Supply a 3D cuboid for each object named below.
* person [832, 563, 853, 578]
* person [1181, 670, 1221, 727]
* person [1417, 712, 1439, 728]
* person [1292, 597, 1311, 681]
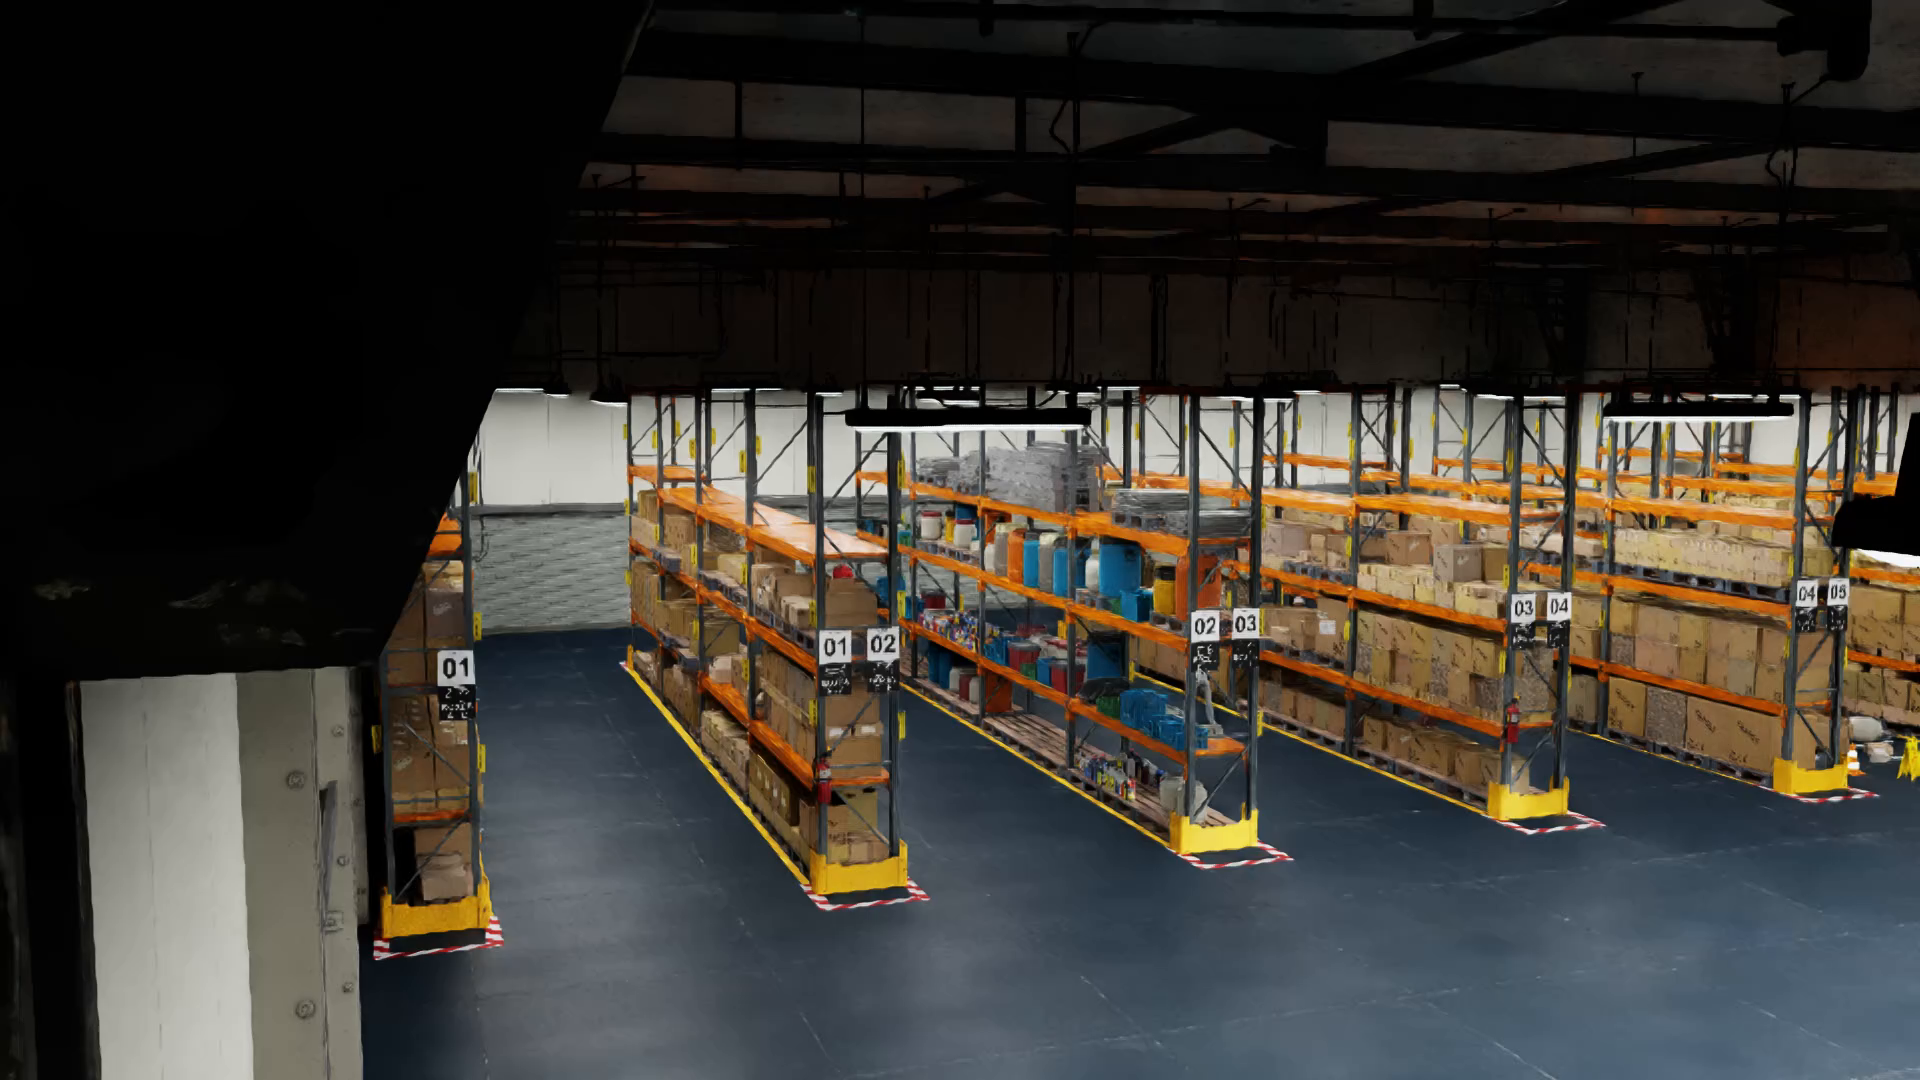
[{"bbox_3d":[-2.863,1.246,41.079,0.578,1.708,0.585,2,6,17],"label":"person"},{"bbox_3d":[4.230,2.484,29.437,0.495,1.589,1.086,-2,6,-17],"label":"person"},{"bbox_3d":[8.256,2.543,28.989,0.598,1.619,0.507,-2,6,-21],"label":"person"},{"bbox_3d":[6.746,2.006,33.281,0.573,1.764,0.667,1,6,11],"label":"person"}]
